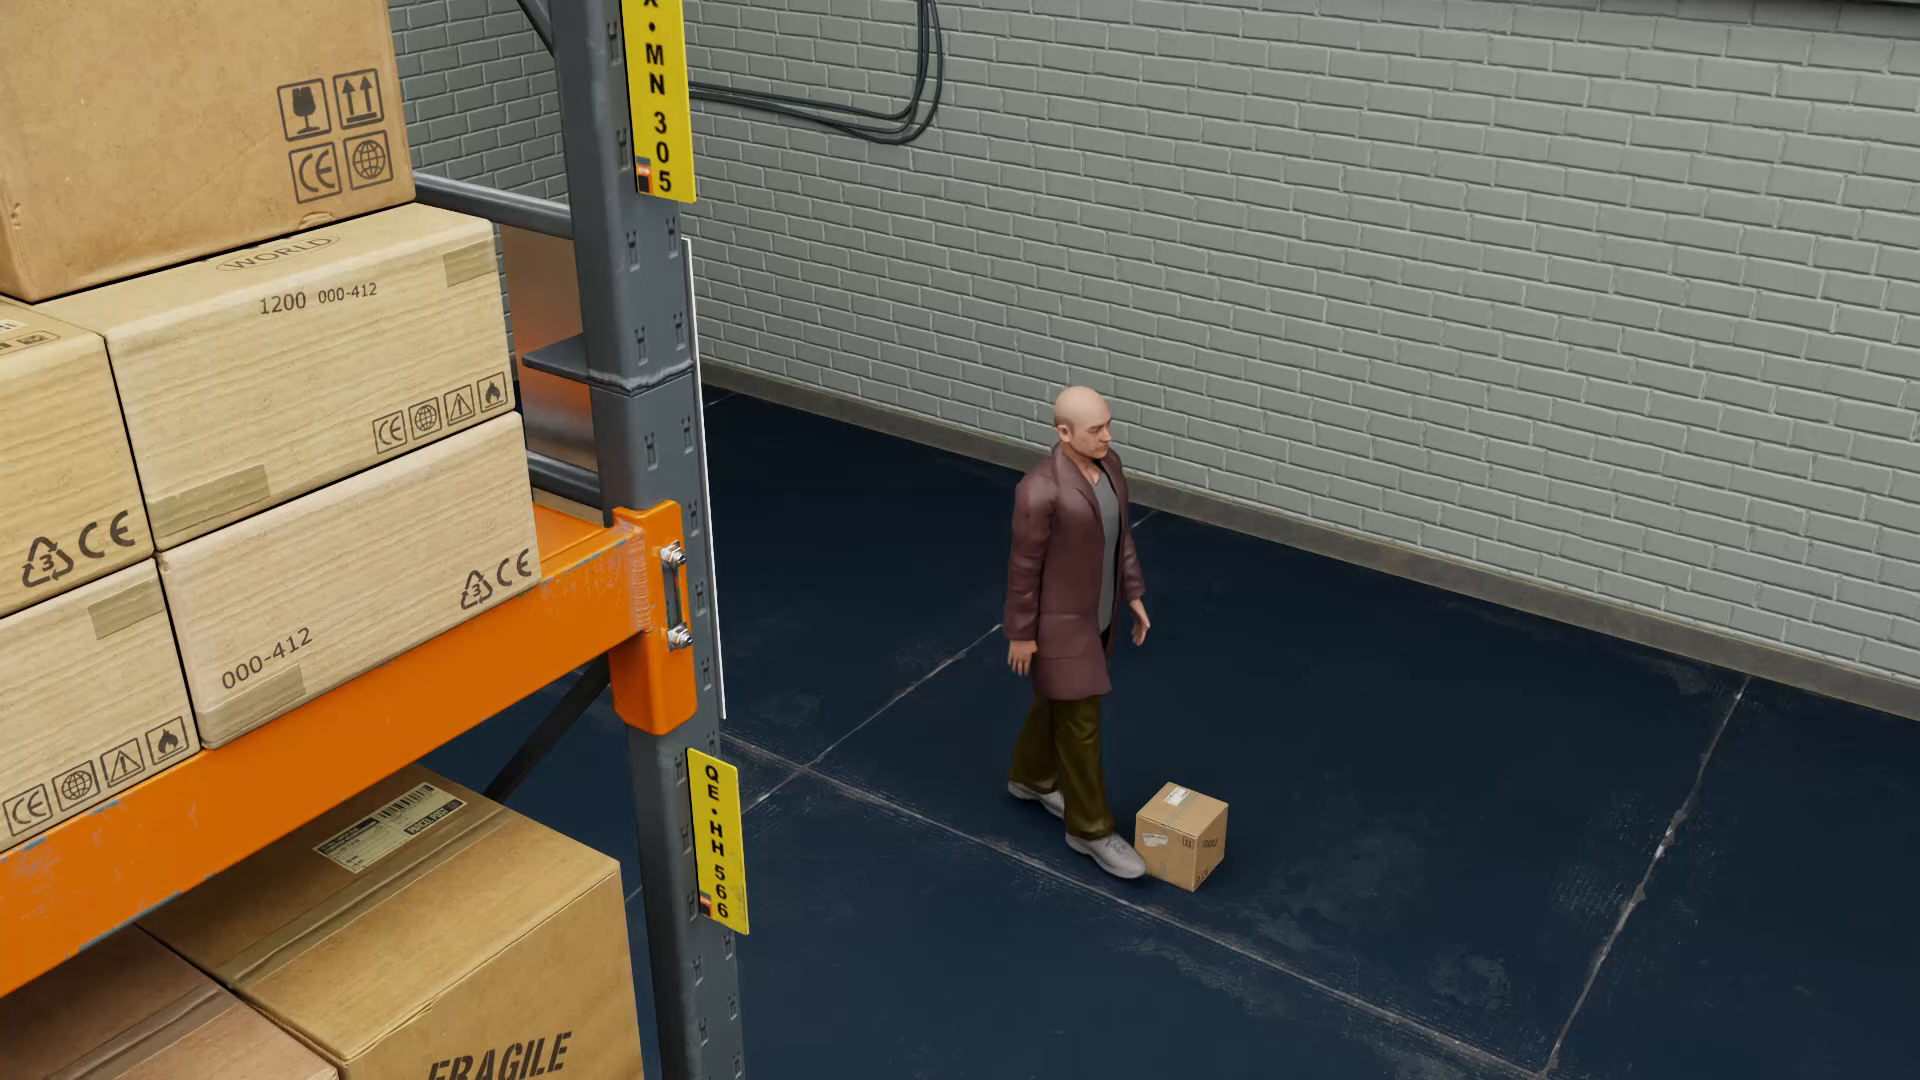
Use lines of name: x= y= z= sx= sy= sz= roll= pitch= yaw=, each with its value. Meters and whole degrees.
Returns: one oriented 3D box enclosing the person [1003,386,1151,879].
person: x=0.481 y=0.301 z=6.013 sx=0.731 sy=1.773 sz=0.593 roll=17 pitch=31 yaw=30
